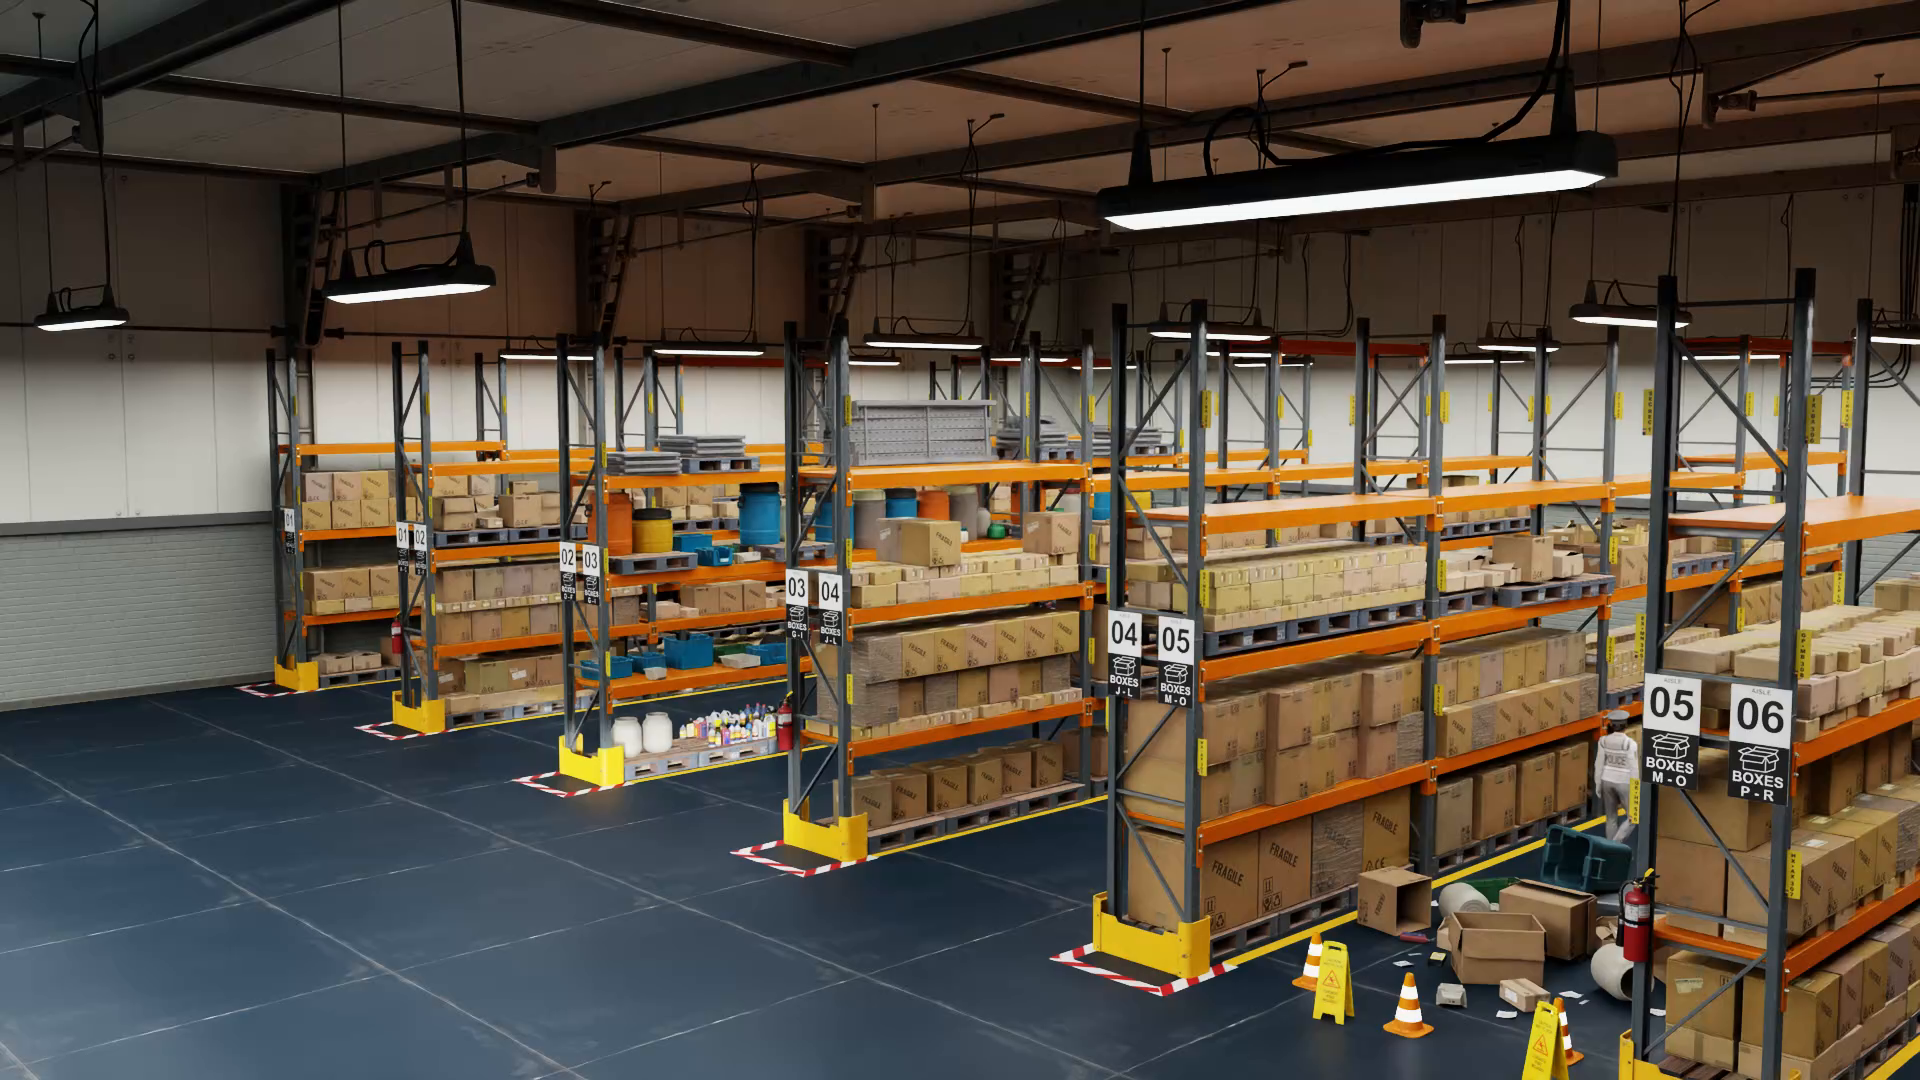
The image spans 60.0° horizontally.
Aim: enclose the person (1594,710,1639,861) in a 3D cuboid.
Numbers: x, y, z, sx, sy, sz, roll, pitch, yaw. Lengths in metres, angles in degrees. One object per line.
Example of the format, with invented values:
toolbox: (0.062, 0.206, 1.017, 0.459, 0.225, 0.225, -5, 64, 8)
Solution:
person: (7.294, 2.739, 18.489, 0.516, 1.672, 0.513, -5, 7, -44)
